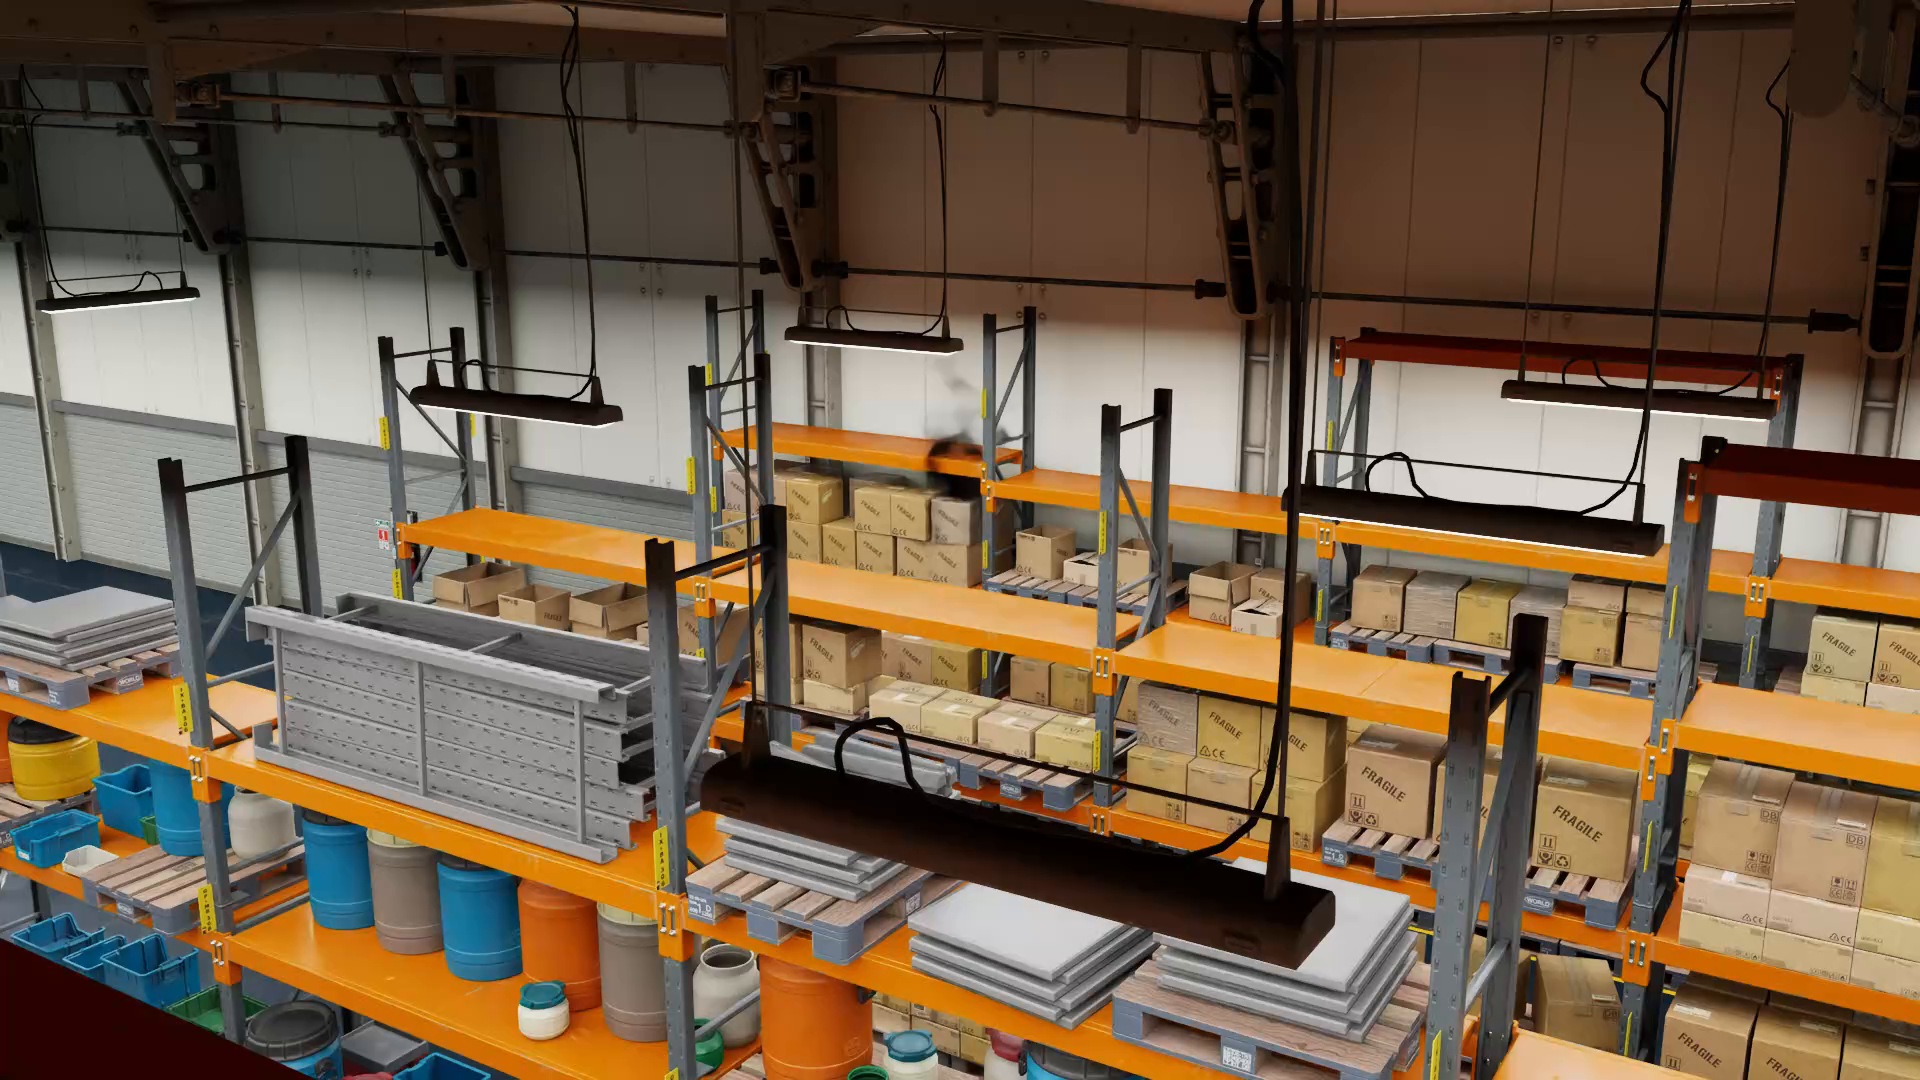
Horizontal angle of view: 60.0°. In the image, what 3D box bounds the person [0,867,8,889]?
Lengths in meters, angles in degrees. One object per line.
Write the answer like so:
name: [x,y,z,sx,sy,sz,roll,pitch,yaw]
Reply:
person: [-10.447,3.086,17.537,0.596,1.556,0.529,-8,16,-30]
